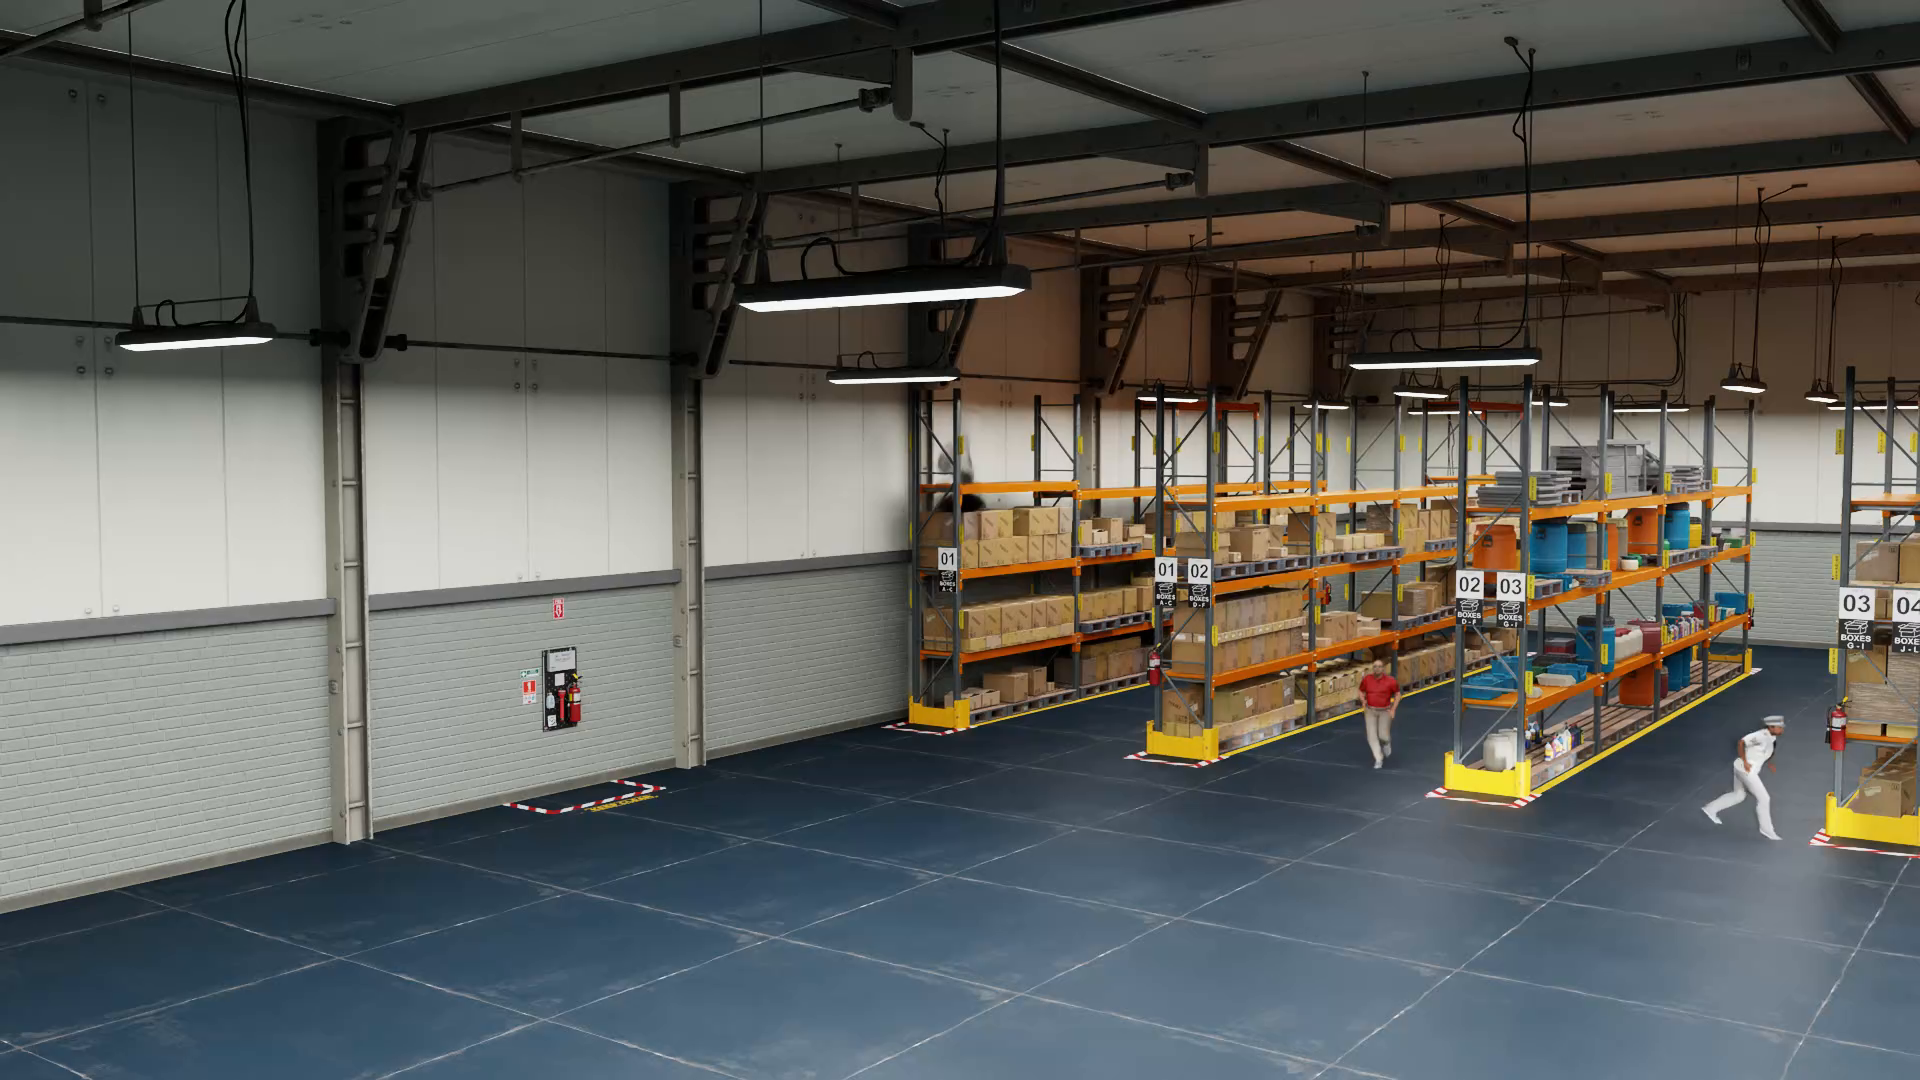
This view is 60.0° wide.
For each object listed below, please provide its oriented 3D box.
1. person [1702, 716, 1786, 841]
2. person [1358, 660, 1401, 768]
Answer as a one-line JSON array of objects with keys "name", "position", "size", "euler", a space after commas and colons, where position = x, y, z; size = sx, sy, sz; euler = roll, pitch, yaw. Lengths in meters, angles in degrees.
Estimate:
[{"name": "person", "position": [10.031, 3.018, 21.319], "size": [0.976, 1.626, 0.597], "euler": [3, 5, 44]}, {"name": "person", "position": [6.514, 2.697, 25.909], "size": [0.651, 1.676, 0.595], "euler": [2, 4, 25]}]
